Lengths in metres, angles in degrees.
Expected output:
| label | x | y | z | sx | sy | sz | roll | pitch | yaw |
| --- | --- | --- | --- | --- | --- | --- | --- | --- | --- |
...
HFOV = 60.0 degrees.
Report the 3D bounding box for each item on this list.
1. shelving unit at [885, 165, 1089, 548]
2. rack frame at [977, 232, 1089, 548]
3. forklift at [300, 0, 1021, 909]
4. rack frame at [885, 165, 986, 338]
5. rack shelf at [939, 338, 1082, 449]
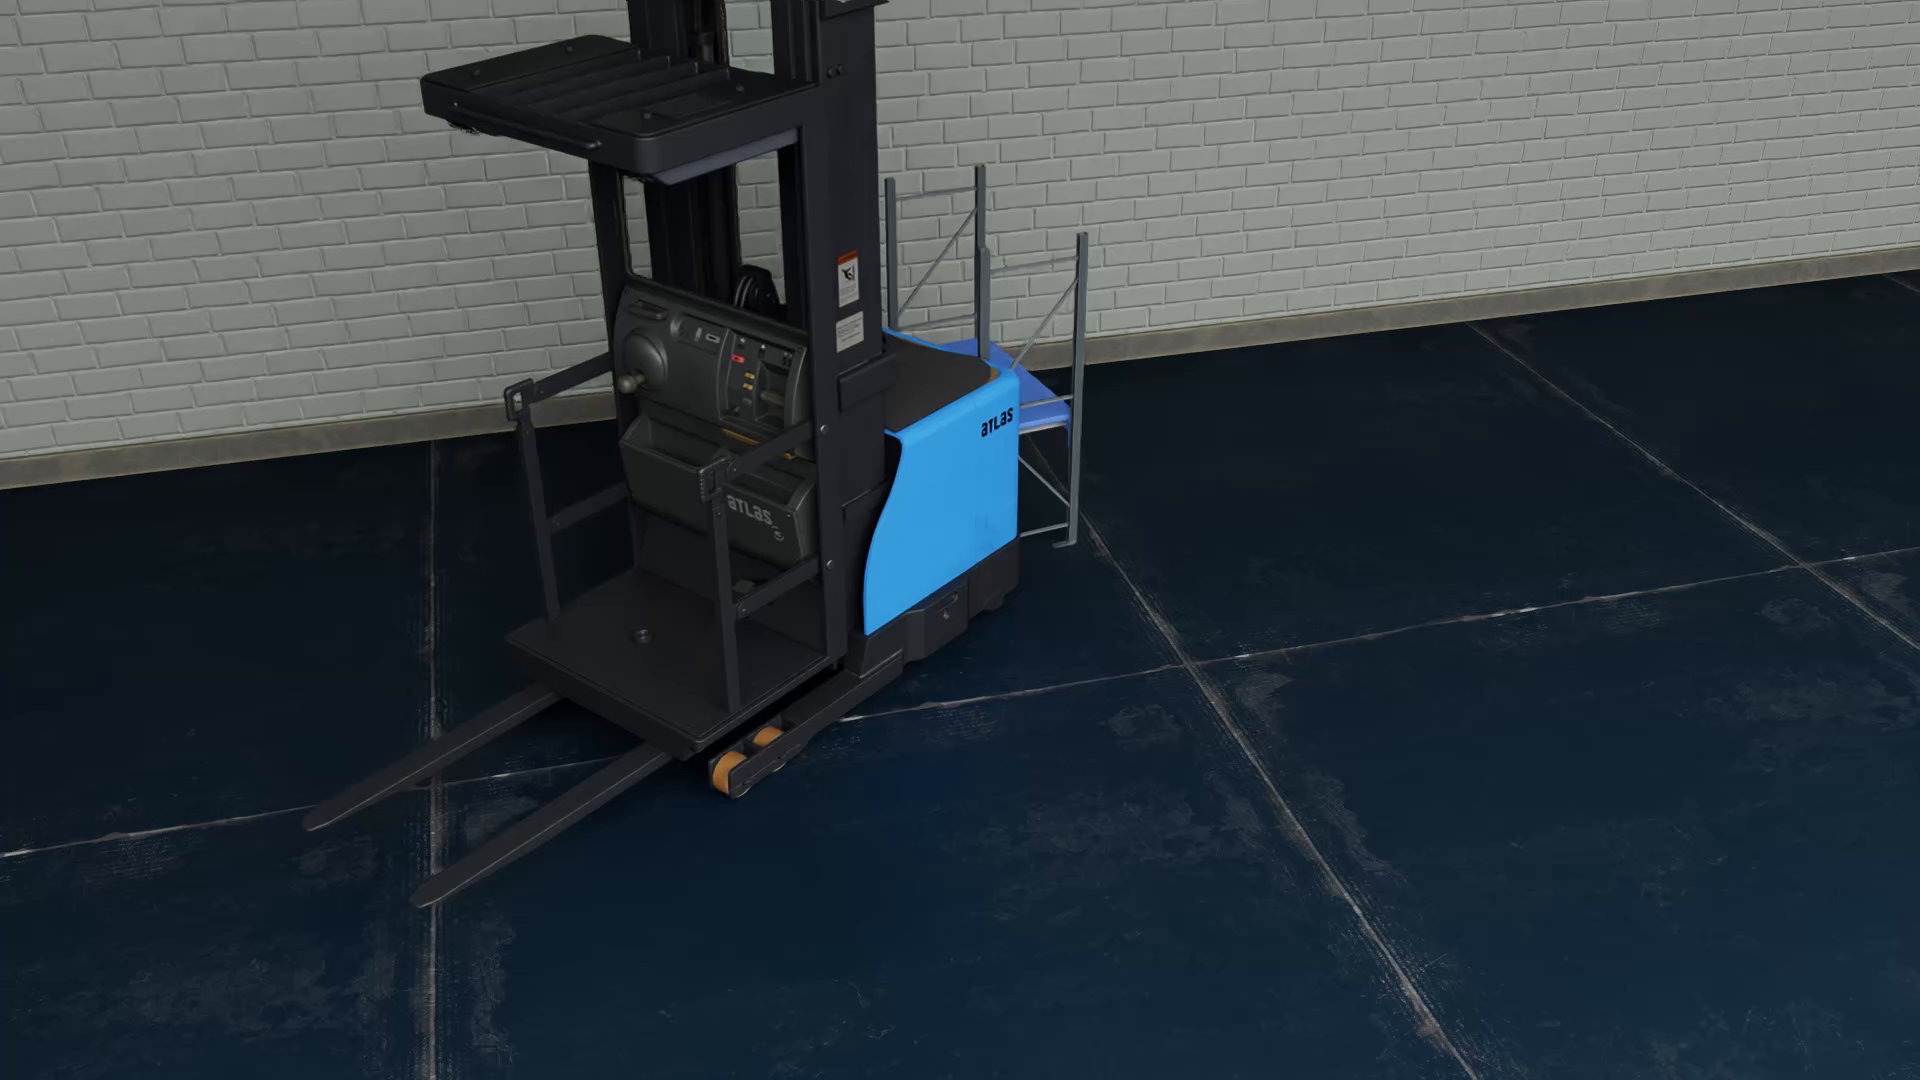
| label | x | y | z | sx | sy | sz | roll | pitch | yaw |
| --- | --- | --- | --- | --- | --- | --- | --- | --- | --- |
| shelving unit | 0.098 | -0.822 | 7.672 | 0.538 | 1.500 | 1.048 | -13 | 32 | -21 |
| rack frame | 0.307 | -0.590 | 7.272 | 0.500 | 1.500 | 0.032 | -13 | 32 | -21 |
| forklift | -1.044 | -0.605 | 5.869 | 1.130 | 2.935 | 3.031 | 22 | 36 | 32 |
| rack frame | -0.112 | -1.054 | 8.073 | 0.500 | 1.500 | 0.032 | -13 | 32 | -21 |
| rack shelf | 0.098 | -0.666 | 7.763 | 0.538 | 0.185 | 1.000 | -13 | 32 | -21 |
